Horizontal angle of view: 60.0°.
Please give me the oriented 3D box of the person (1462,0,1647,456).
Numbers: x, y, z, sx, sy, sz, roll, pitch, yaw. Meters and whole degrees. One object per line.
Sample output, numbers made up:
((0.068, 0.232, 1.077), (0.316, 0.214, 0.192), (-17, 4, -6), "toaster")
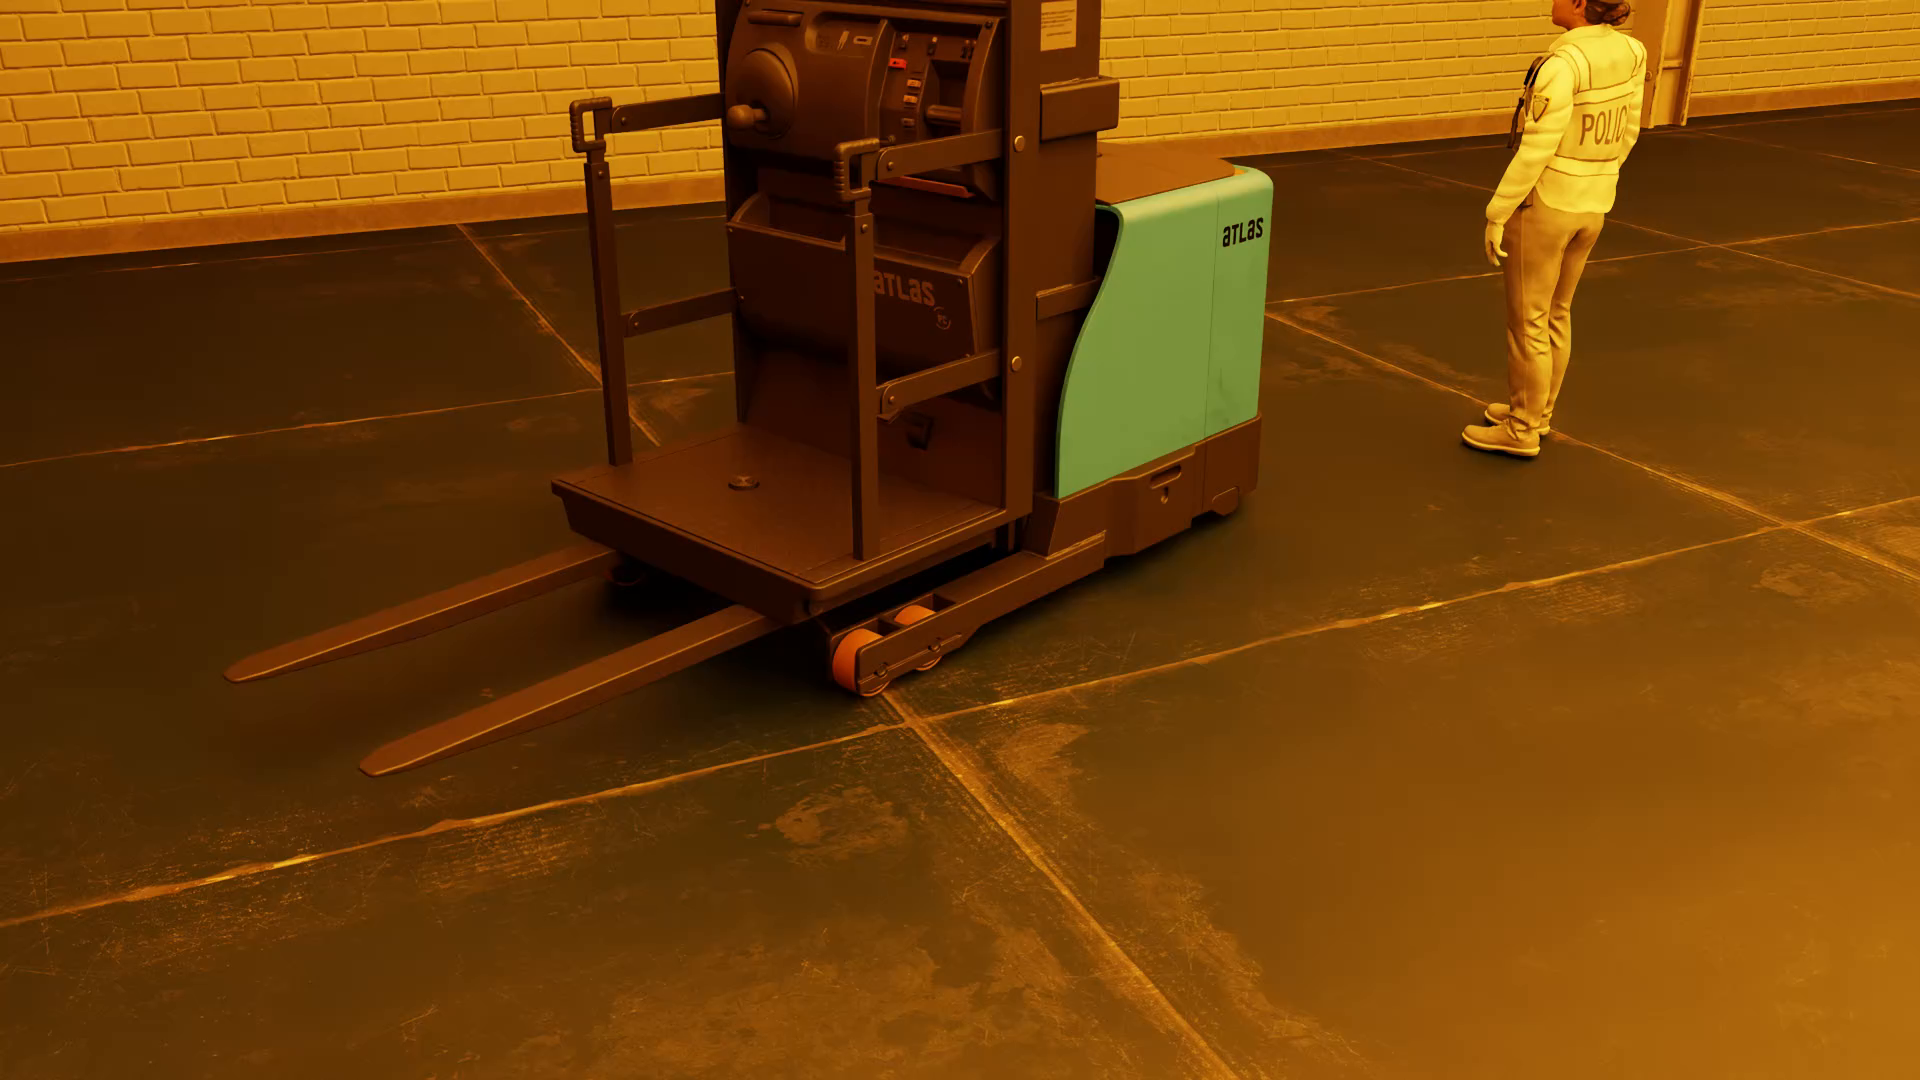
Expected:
((1.927, -1.107, 5.543), (0.588, 1.693, 0.530), (-16, 27, -33), "person")

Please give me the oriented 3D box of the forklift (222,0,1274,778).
((-0.413, -1.182, 4.131), (1.130, 2.935, 3.031), (19, 29, 39), "forklift")
